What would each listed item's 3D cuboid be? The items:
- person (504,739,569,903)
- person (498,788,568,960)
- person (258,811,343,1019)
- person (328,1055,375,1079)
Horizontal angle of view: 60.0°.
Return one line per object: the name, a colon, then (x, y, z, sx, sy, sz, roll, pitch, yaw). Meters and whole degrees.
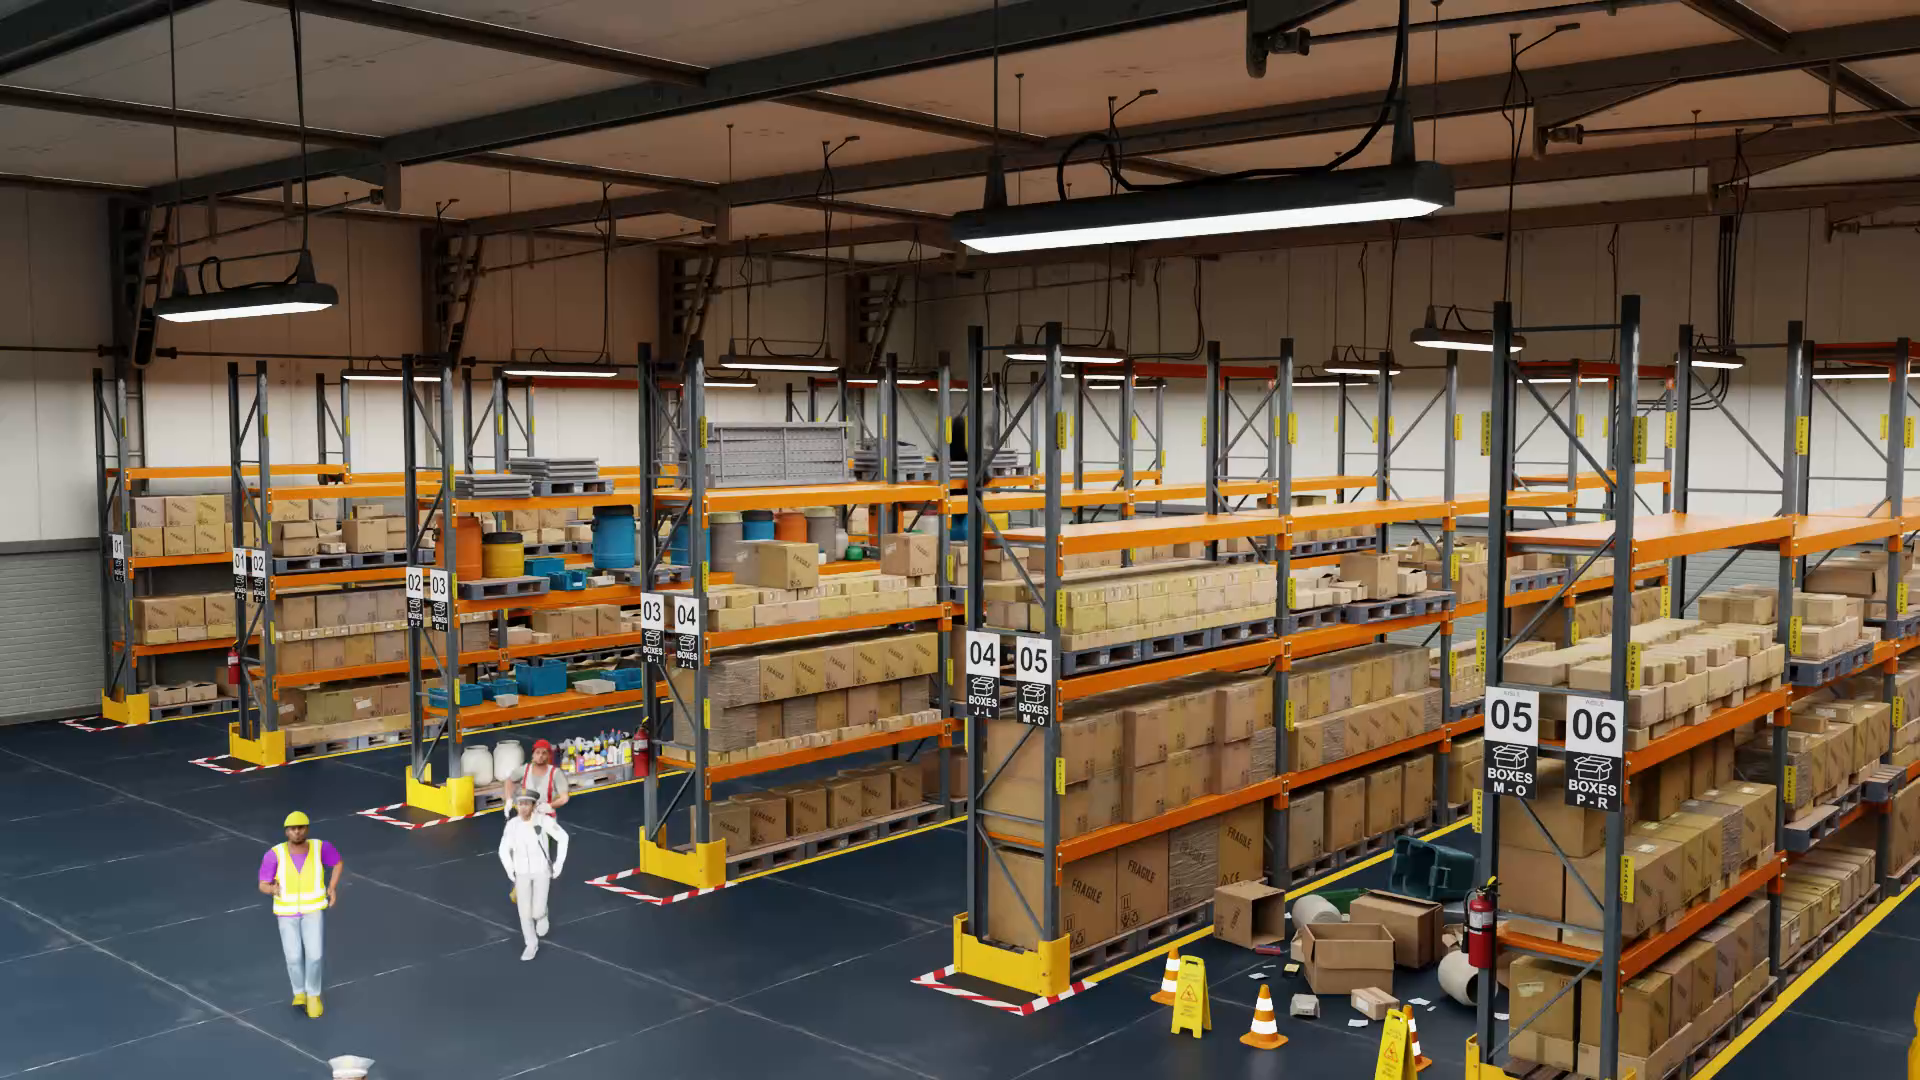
person: (-4.491, 2.981, 17.651, 0.685, 1.731, 0.604, -1, 4, -11)
person: (-4.088, 3.177, 15.907, 0.637, 1.662, 0.614, 0, 4, -2)
person: (-5.683, 3.236, 14.345, 0.677, 1.795, 0.683, -1, 4, -18)
person: (-3.368, 3.657, 9.209, 0.585, 1.656, 0.589, -1, 4, -15)
